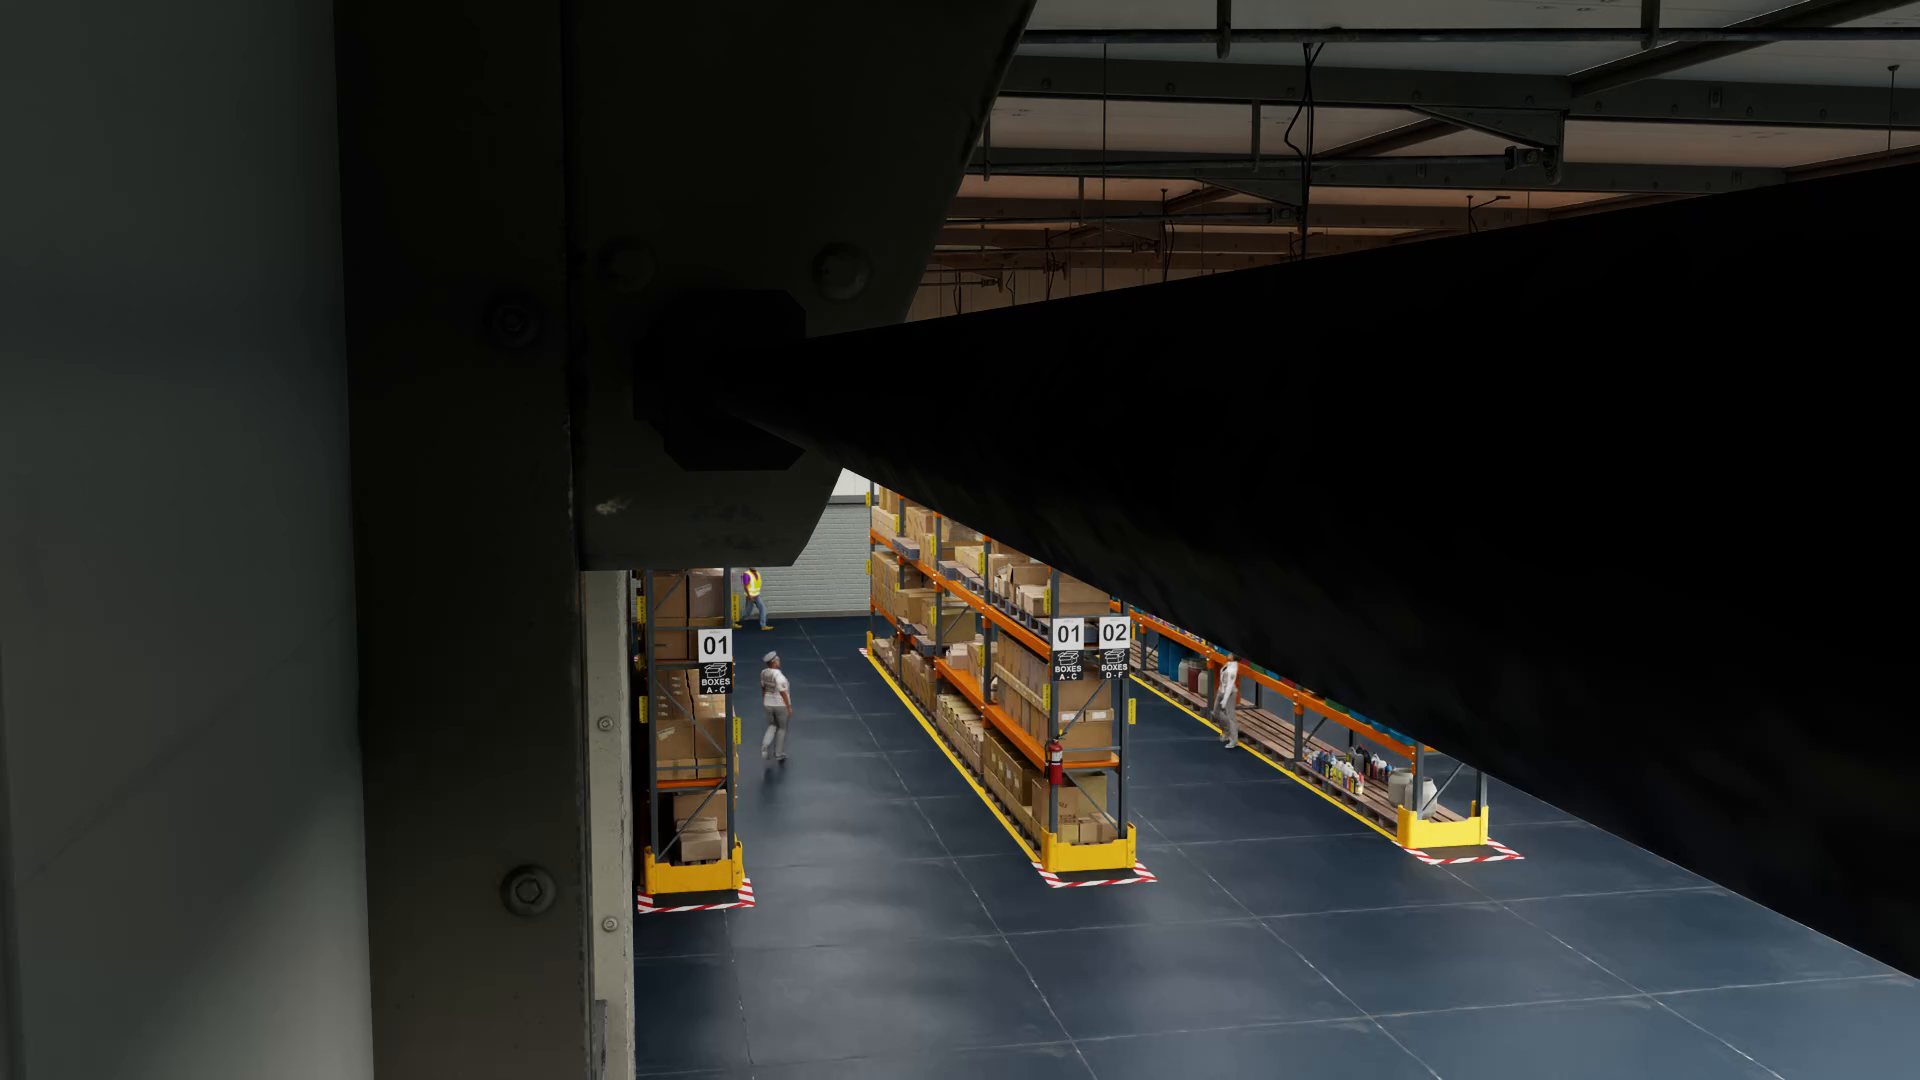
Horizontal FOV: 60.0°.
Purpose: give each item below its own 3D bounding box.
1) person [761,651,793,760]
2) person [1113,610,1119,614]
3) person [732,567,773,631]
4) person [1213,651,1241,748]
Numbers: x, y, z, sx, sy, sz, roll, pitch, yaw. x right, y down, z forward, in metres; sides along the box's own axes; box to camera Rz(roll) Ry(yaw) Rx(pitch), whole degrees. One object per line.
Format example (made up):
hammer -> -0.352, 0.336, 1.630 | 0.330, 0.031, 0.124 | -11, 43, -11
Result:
person -> -2.951, 2.657, 26.672 | 0.560, 1.779, 0.485 | 3, 7, 28
person -> 3.906, 1.242, 40.304 | 0.597, 1.762, 0.890 | 2, 6, 17
person -> -4.985, 1.327, 39.807 | 1.000, 1.726, 0.649 | 1, 6, 13
person -> 4.497, 2.587, 27.775 | 0.434, 1.687, 0.622 | -1, 6, -10
